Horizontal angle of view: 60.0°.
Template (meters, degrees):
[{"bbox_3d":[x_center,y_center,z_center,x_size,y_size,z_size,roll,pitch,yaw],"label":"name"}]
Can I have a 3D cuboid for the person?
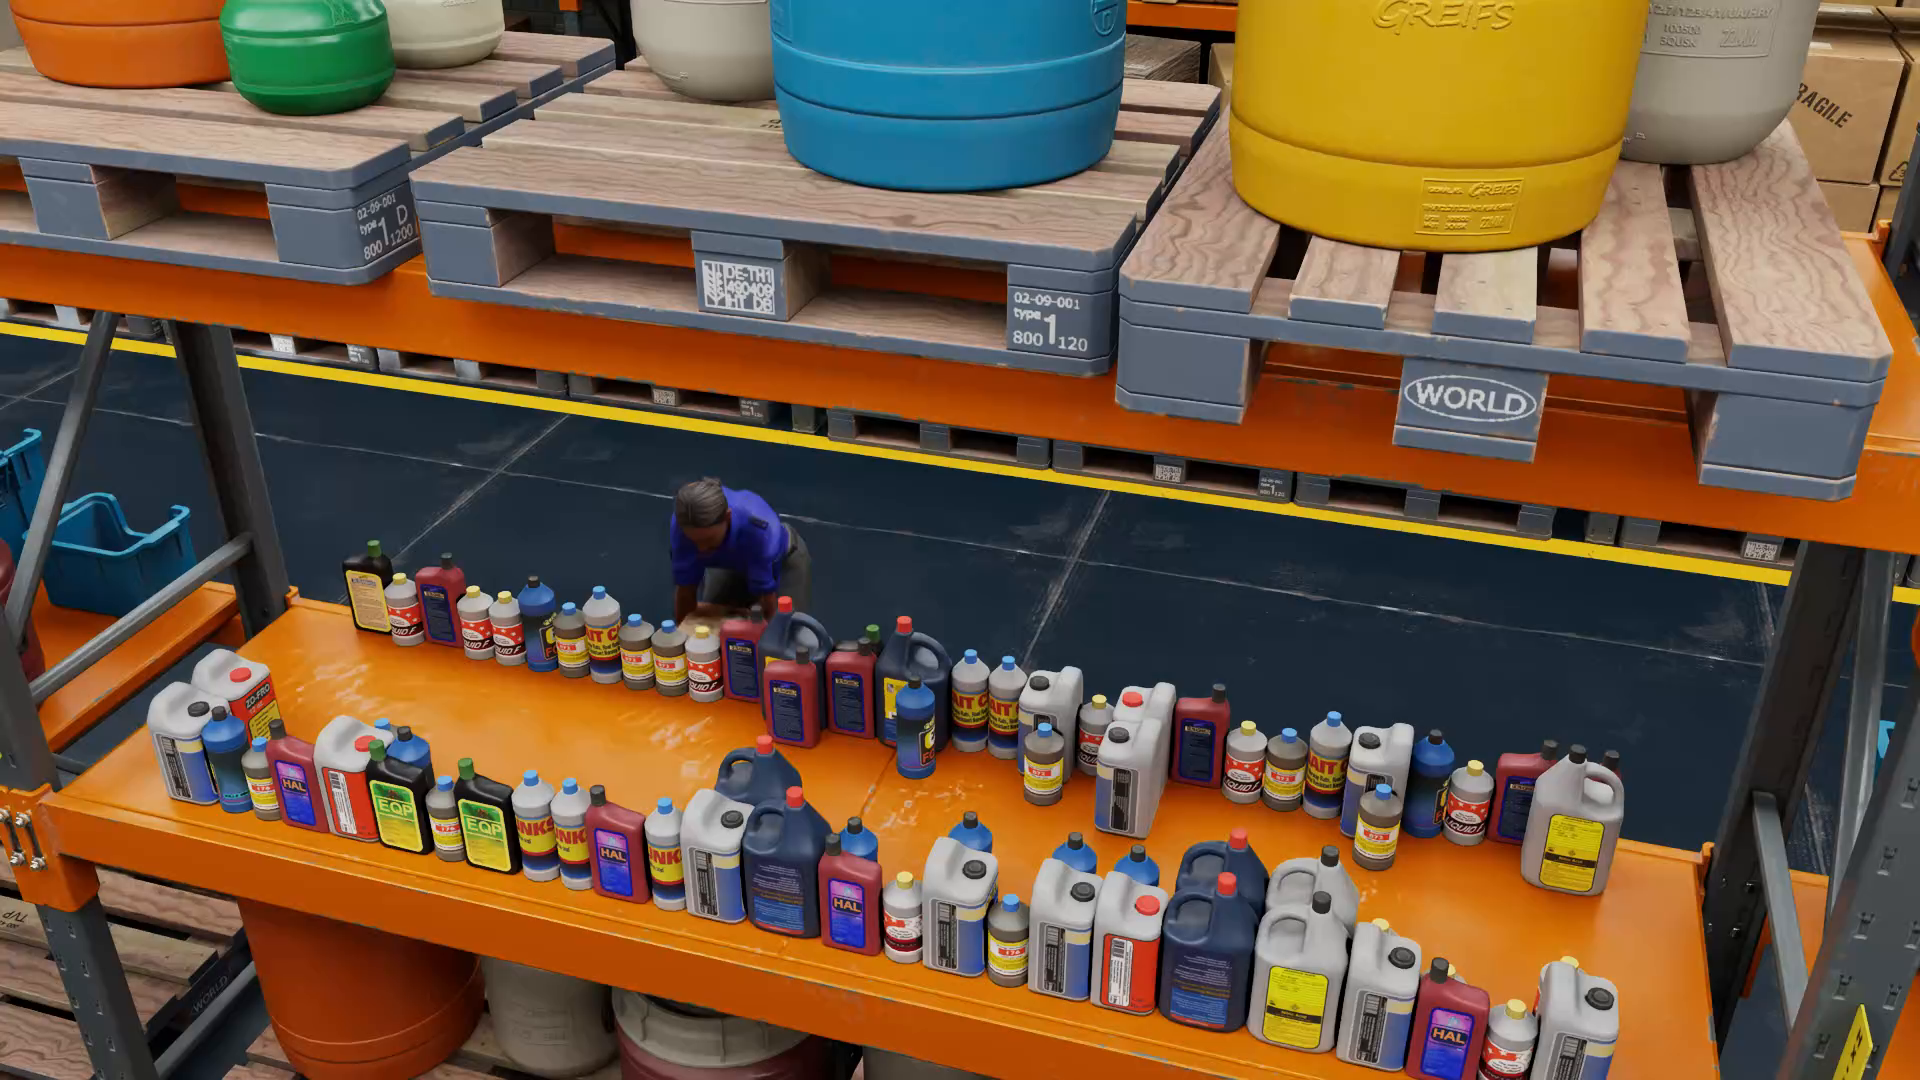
[{"bbox_3d":[-0.771,0.303,5.865,0.414,1.399,0.735,8,30,14],"label":"person"}]
